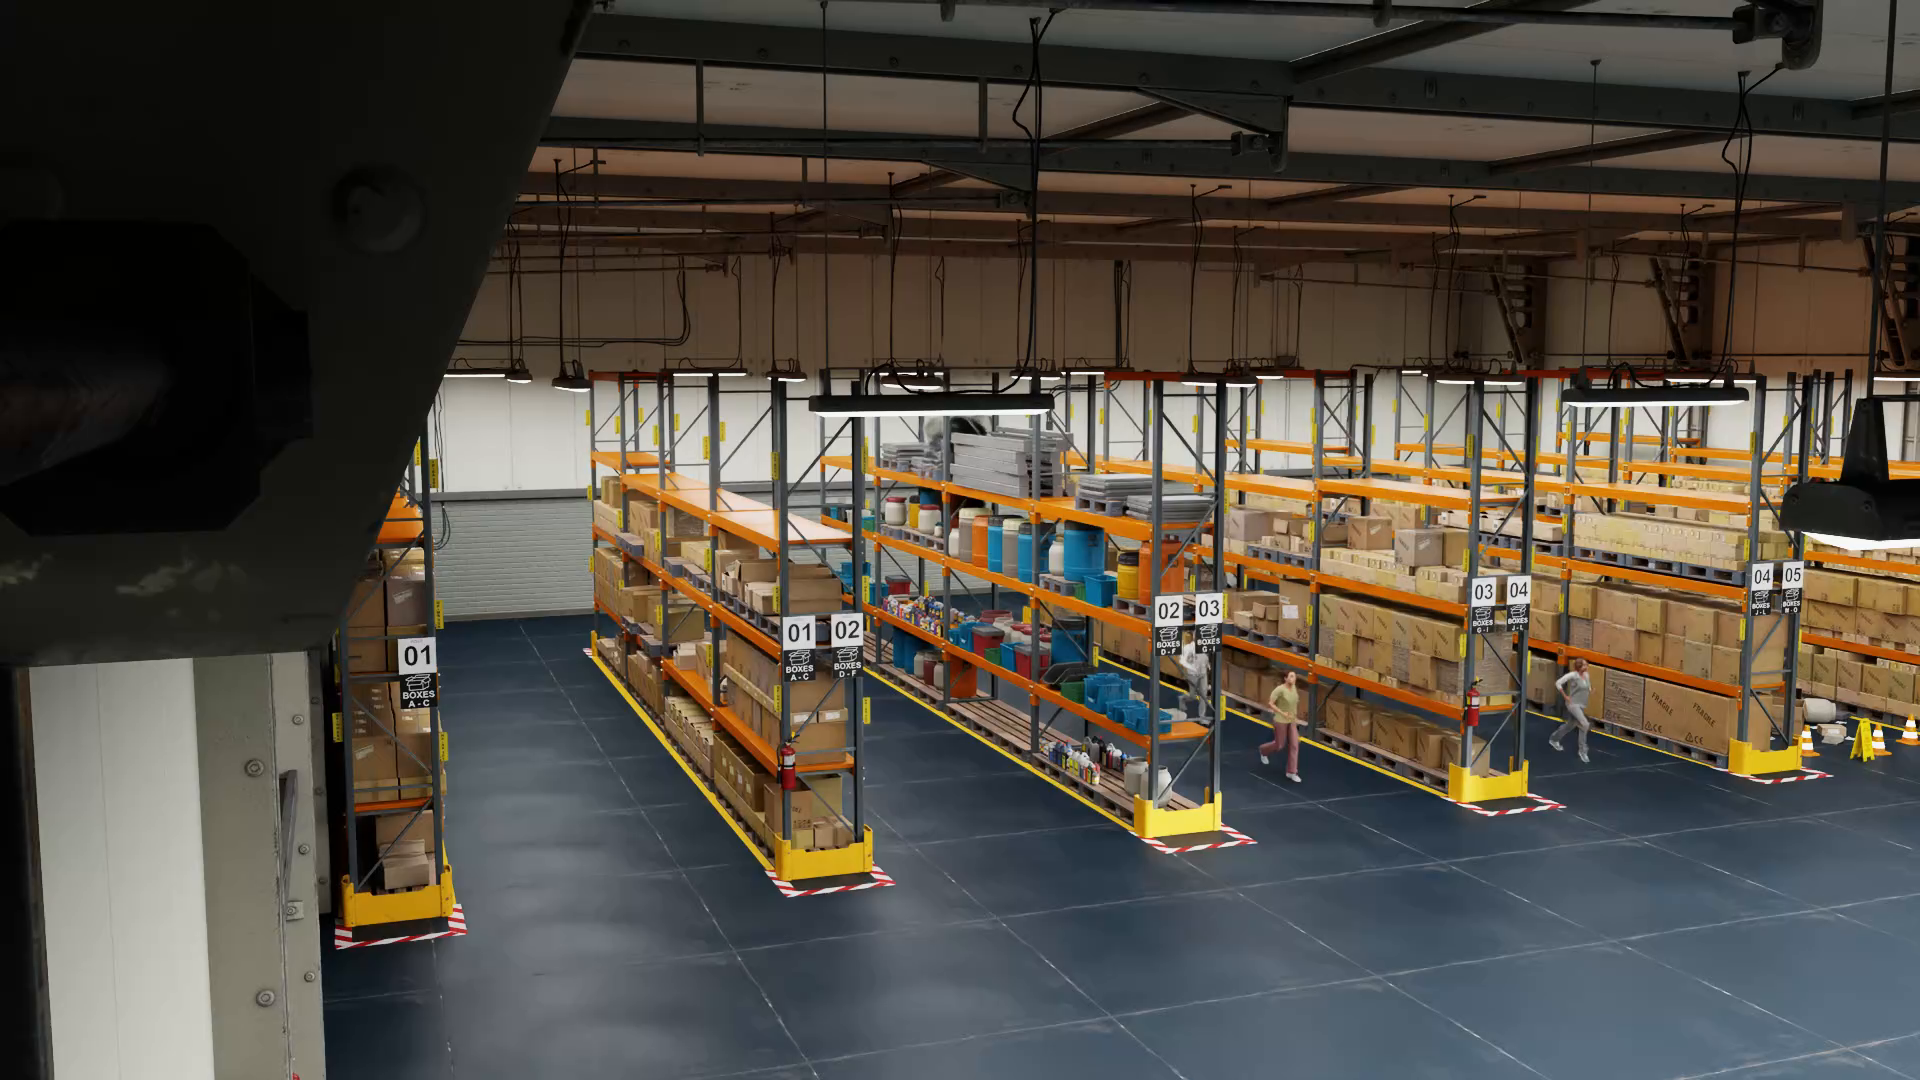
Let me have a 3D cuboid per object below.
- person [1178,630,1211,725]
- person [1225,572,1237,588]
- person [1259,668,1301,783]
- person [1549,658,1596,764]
[{"bbox_3d":[4.092,2.315,28.678,0.632,1.655,0.861,-3,7,-22],"label":"person"},{"bbox_3d":[6.726,0.815,41.706,1.192,1.668,0.698,3,7,21],"label":"person"},{"bbox_3d":[4.853,2.732,24.974,0.602,1.661,0.941,-4,8,-33],"label":"person"},{"bbox_3d":[9.633,2.640,26.125,0.511,1.638,0.800,-5,8,-37],"label":"person"}]
